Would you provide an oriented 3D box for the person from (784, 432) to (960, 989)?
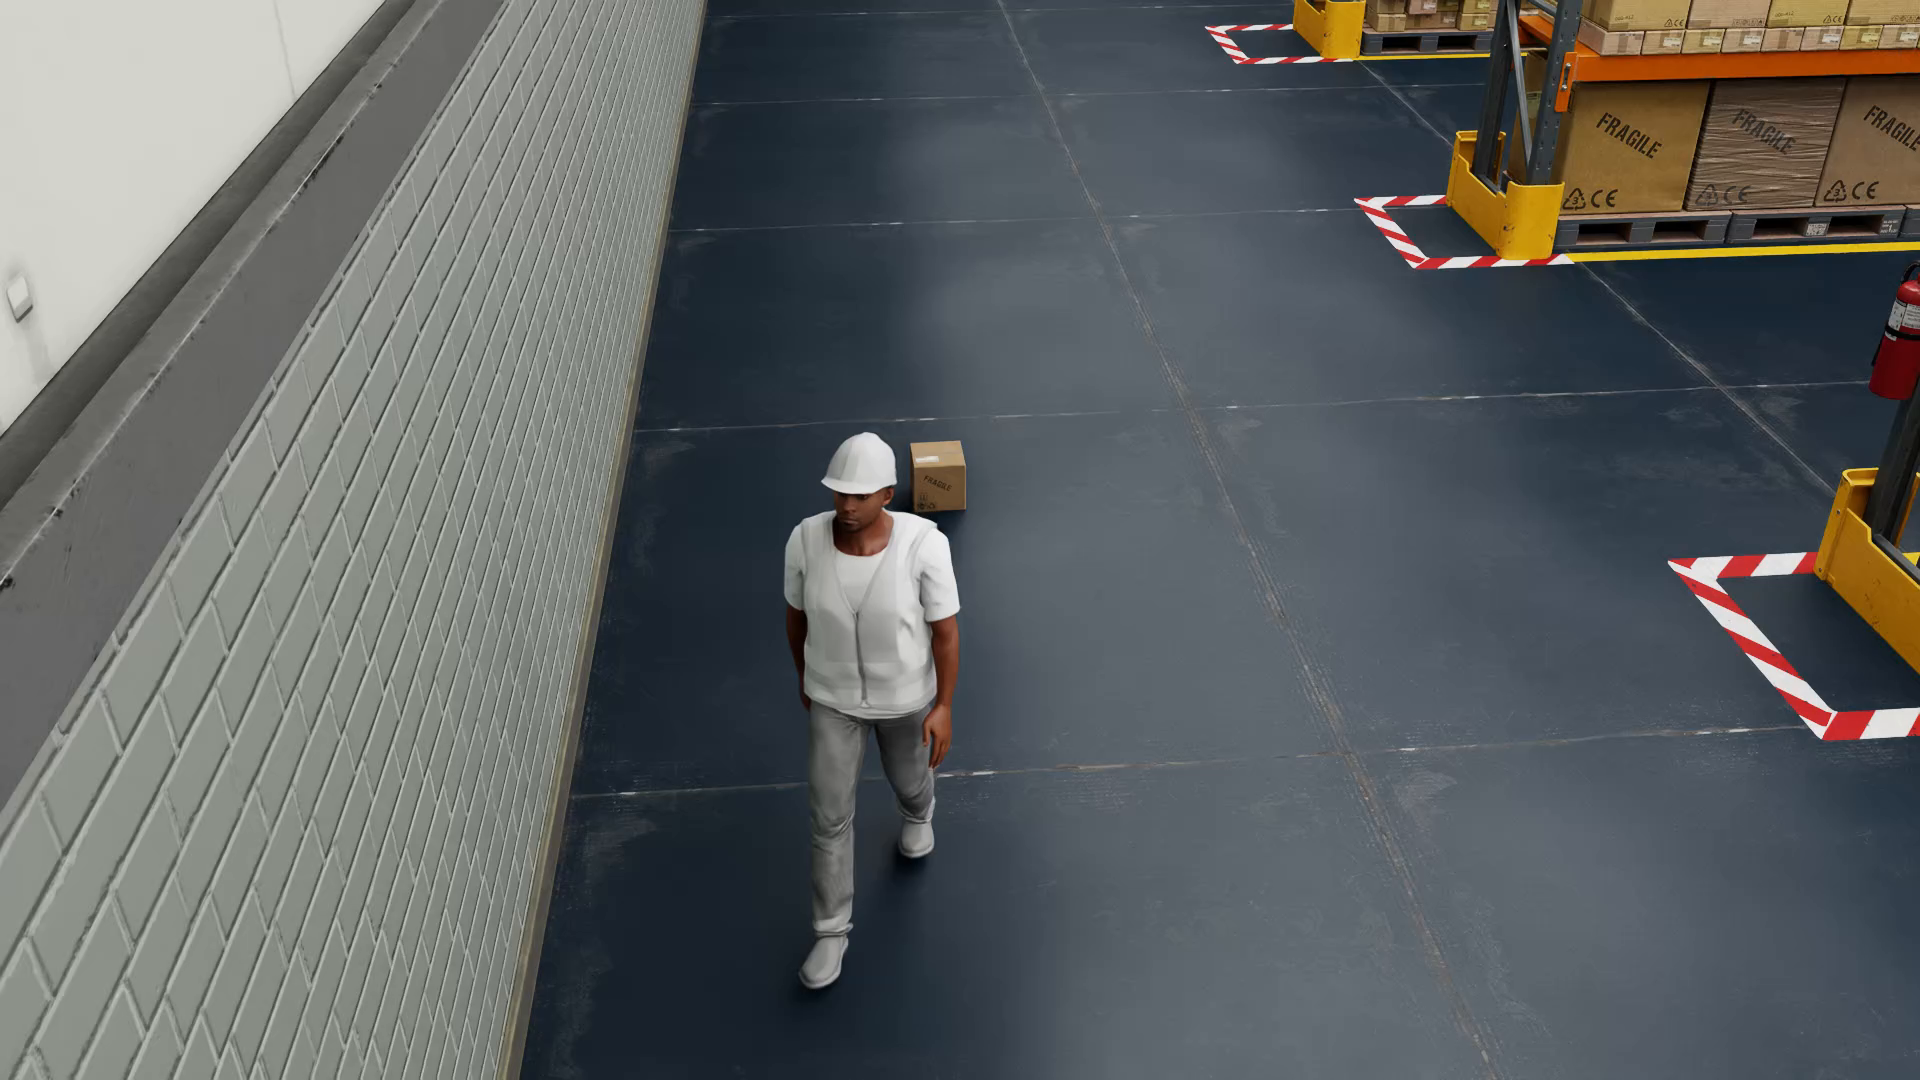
[{"bbox_3d":[-0.288,0.511,5.263,0.569,1.729,0.937,2,31,3],"label":"person"}]
